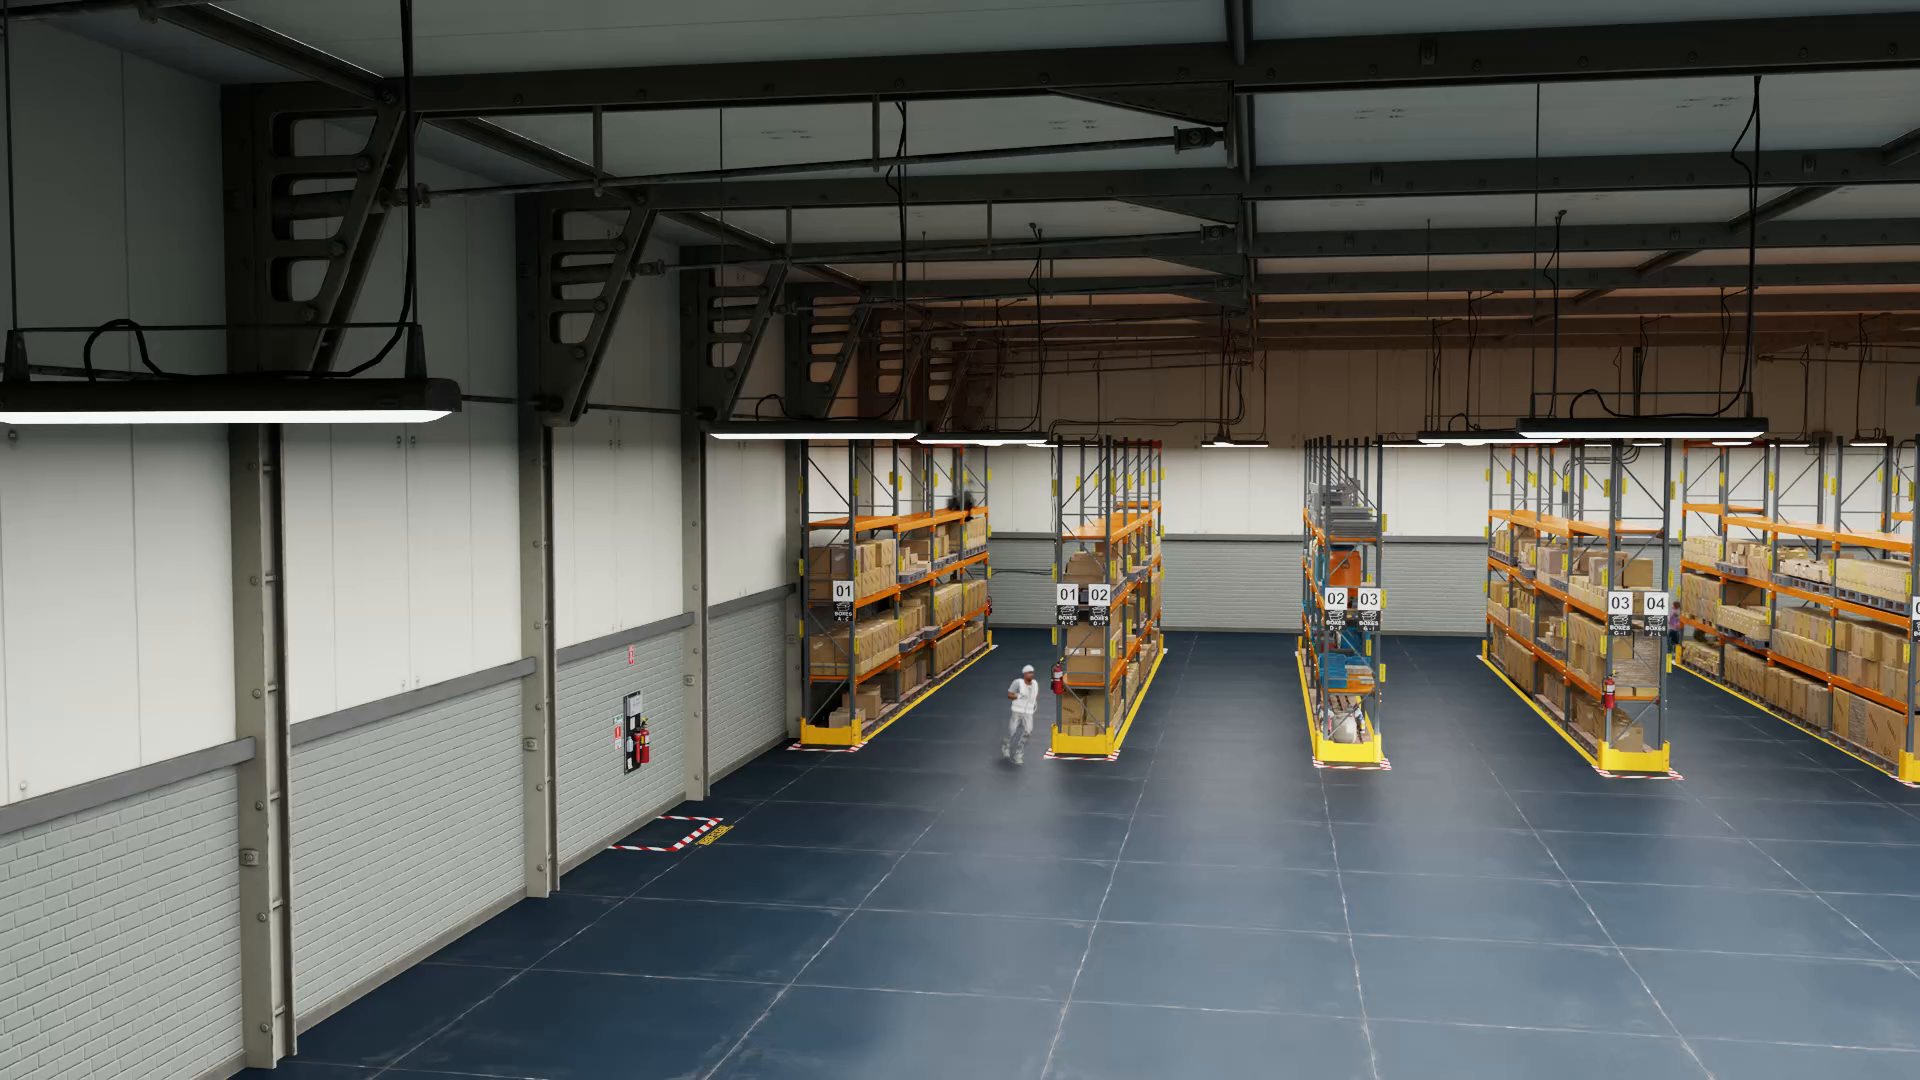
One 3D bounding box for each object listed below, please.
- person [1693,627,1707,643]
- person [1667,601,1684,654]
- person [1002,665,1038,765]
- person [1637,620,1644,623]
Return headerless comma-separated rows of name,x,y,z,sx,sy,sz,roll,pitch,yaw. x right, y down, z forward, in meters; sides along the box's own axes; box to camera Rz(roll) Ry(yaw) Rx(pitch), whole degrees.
person,20.555,2.365,46.136,0.781,1.858,0.740,-1,3,-10
person,19.649,2.475,45.764,0.604,1.601,0.607,1,3,26
person,1.176,3.194,30.564,0.684,1.798,0.744,-1,3,-16
person,17.935,2.460,44.294,0.722,1.782,0.677,2,3,27
